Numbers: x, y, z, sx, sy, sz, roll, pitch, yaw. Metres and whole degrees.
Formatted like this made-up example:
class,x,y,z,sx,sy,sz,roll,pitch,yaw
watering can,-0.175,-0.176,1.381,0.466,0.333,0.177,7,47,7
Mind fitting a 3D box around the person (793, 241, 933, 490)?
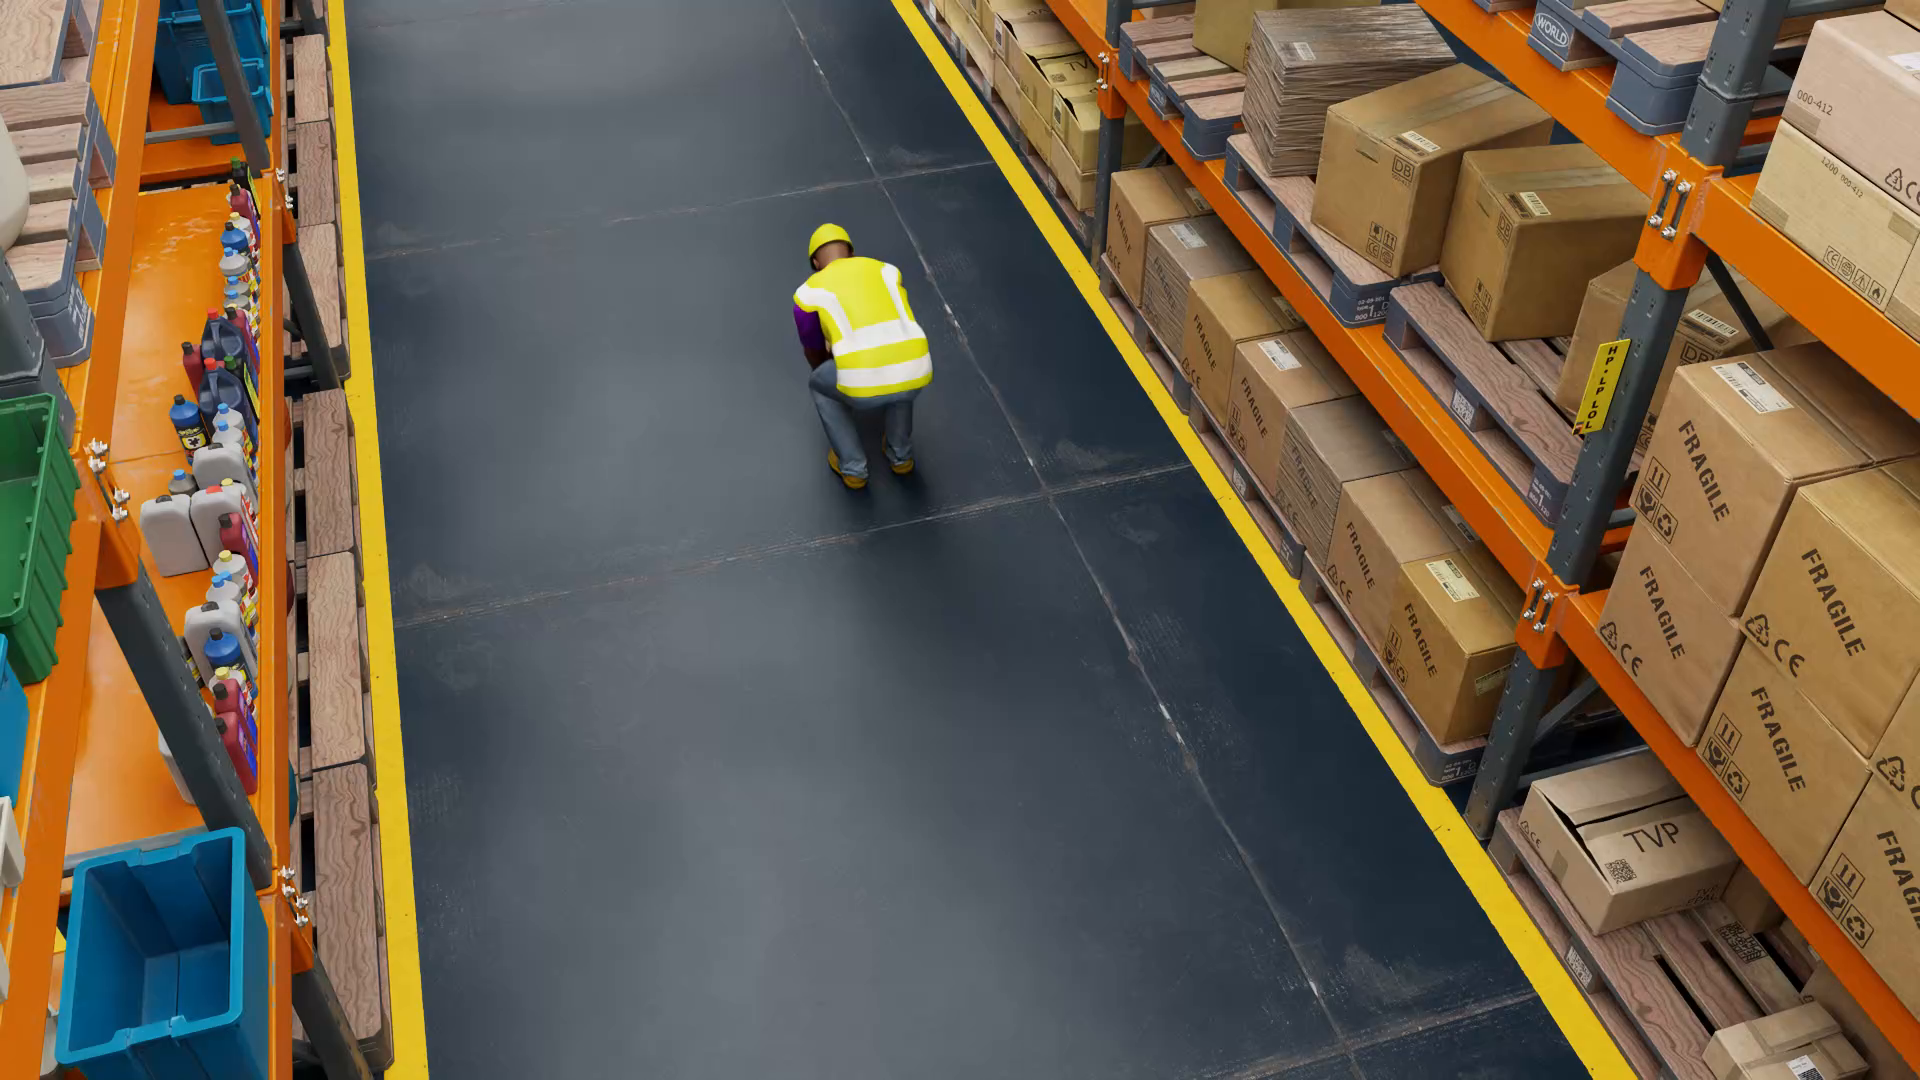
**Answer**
class,x,y,z,sx,sy,sz,roll,pitch,yaw
person,-0.457,-0.793,7.613,0.523,0.981,0.919,-13,44,-14
